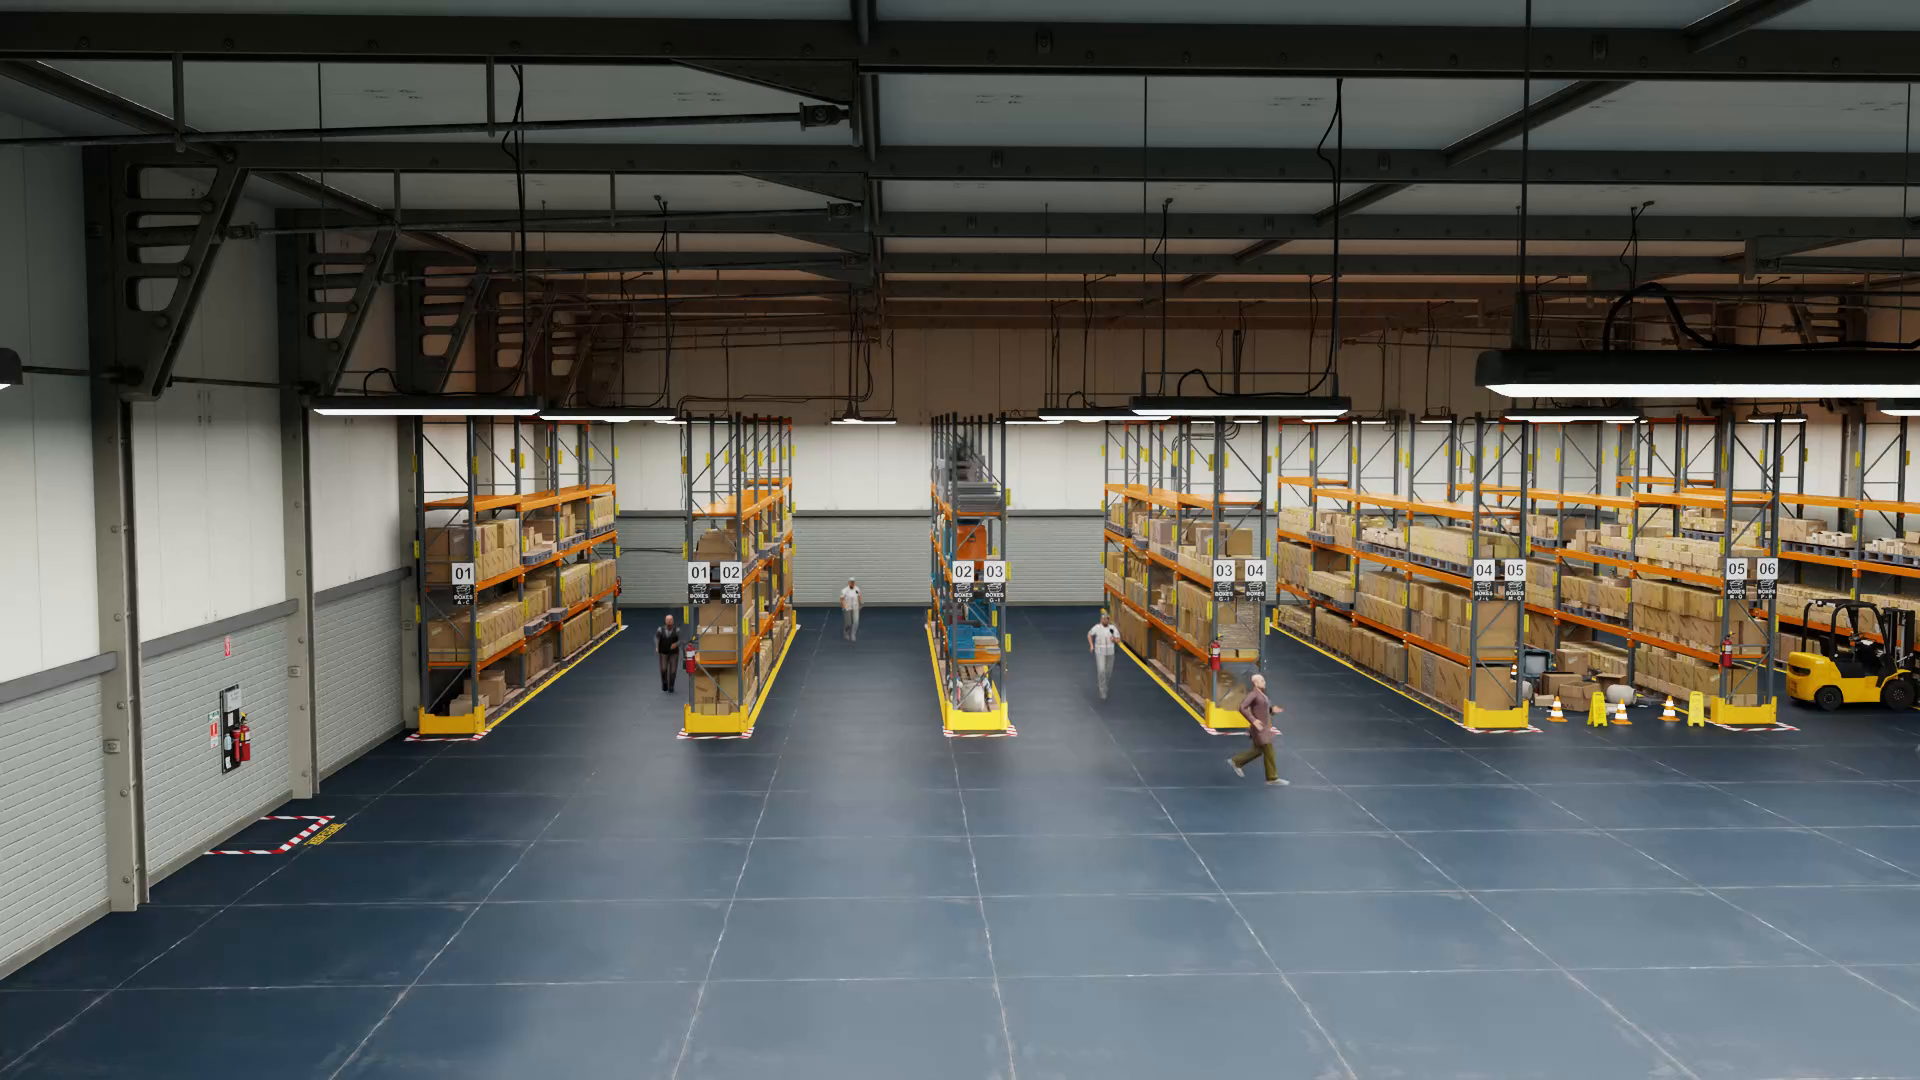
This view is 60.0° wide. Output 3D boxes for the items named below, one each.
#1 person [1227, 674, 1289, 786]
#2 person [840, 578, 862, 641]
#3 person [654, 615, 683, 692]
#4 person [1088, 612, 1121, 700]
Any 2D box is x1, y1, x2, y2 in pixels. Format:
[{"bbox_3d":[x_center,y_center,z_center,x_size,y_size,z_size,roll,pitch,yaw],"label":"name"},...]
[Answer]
[{"bbox_3d":[4.762,3.017,26.552,1.033,1.754,0.714,2,4,23],"label":"person"},{"bbox_3d":[-2.791,1.766,42.587,0.597,1.631,0.691,-1,4,-15],"label":"person"},{"bbox_3d":[-6.239,2.442,35.607,0.630,1.677,0.733,-1,4,-9],"label":"person"},{"bbox_3d":[3.080,2.423,35.301,0.649,1.819,0.870,-1,4,-9],"label":"person"}]
